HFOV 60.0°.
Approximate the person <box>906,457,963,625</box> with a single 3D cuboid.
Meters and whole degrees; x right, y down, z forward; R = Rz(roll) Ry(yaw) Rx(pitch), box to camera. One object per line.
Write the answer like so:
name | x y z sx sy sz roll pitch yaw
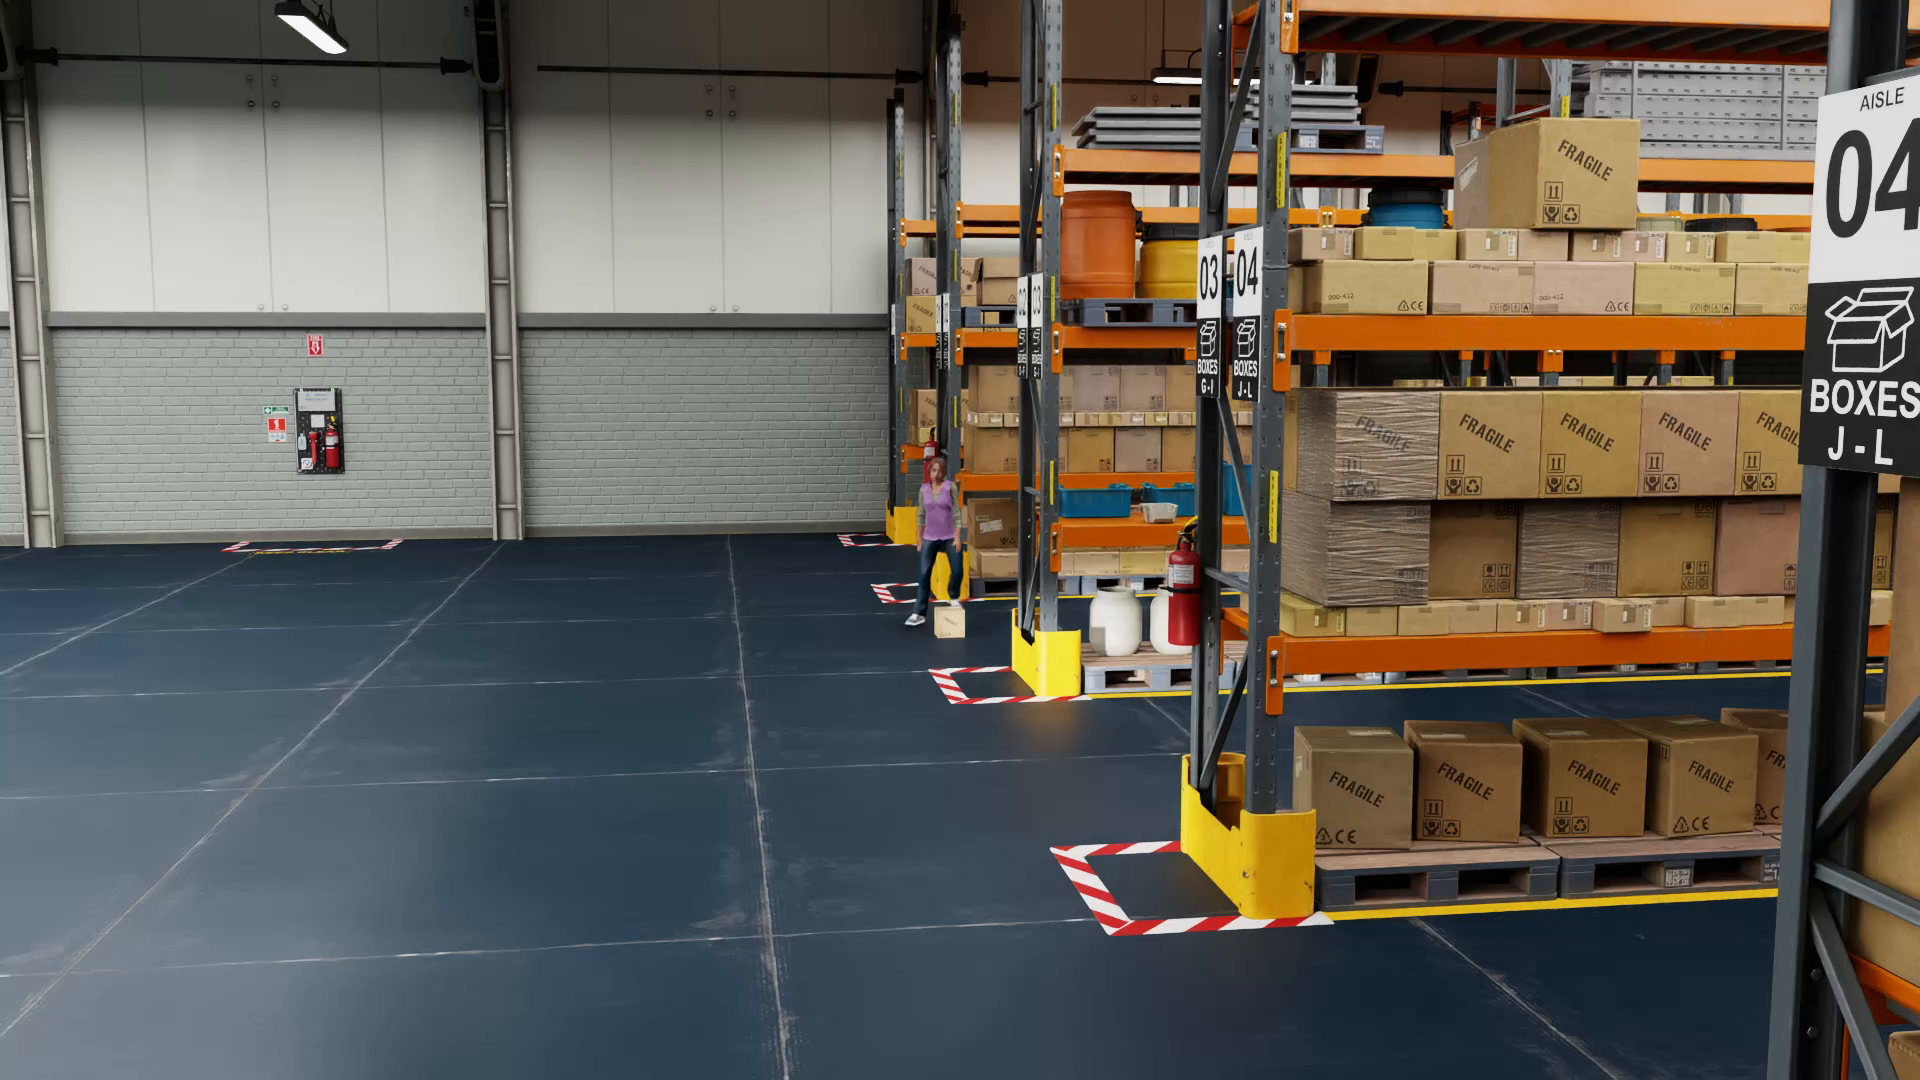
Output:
person | -0.210 0.002 15.845 0.539 1.594 0.510 1 7 10
